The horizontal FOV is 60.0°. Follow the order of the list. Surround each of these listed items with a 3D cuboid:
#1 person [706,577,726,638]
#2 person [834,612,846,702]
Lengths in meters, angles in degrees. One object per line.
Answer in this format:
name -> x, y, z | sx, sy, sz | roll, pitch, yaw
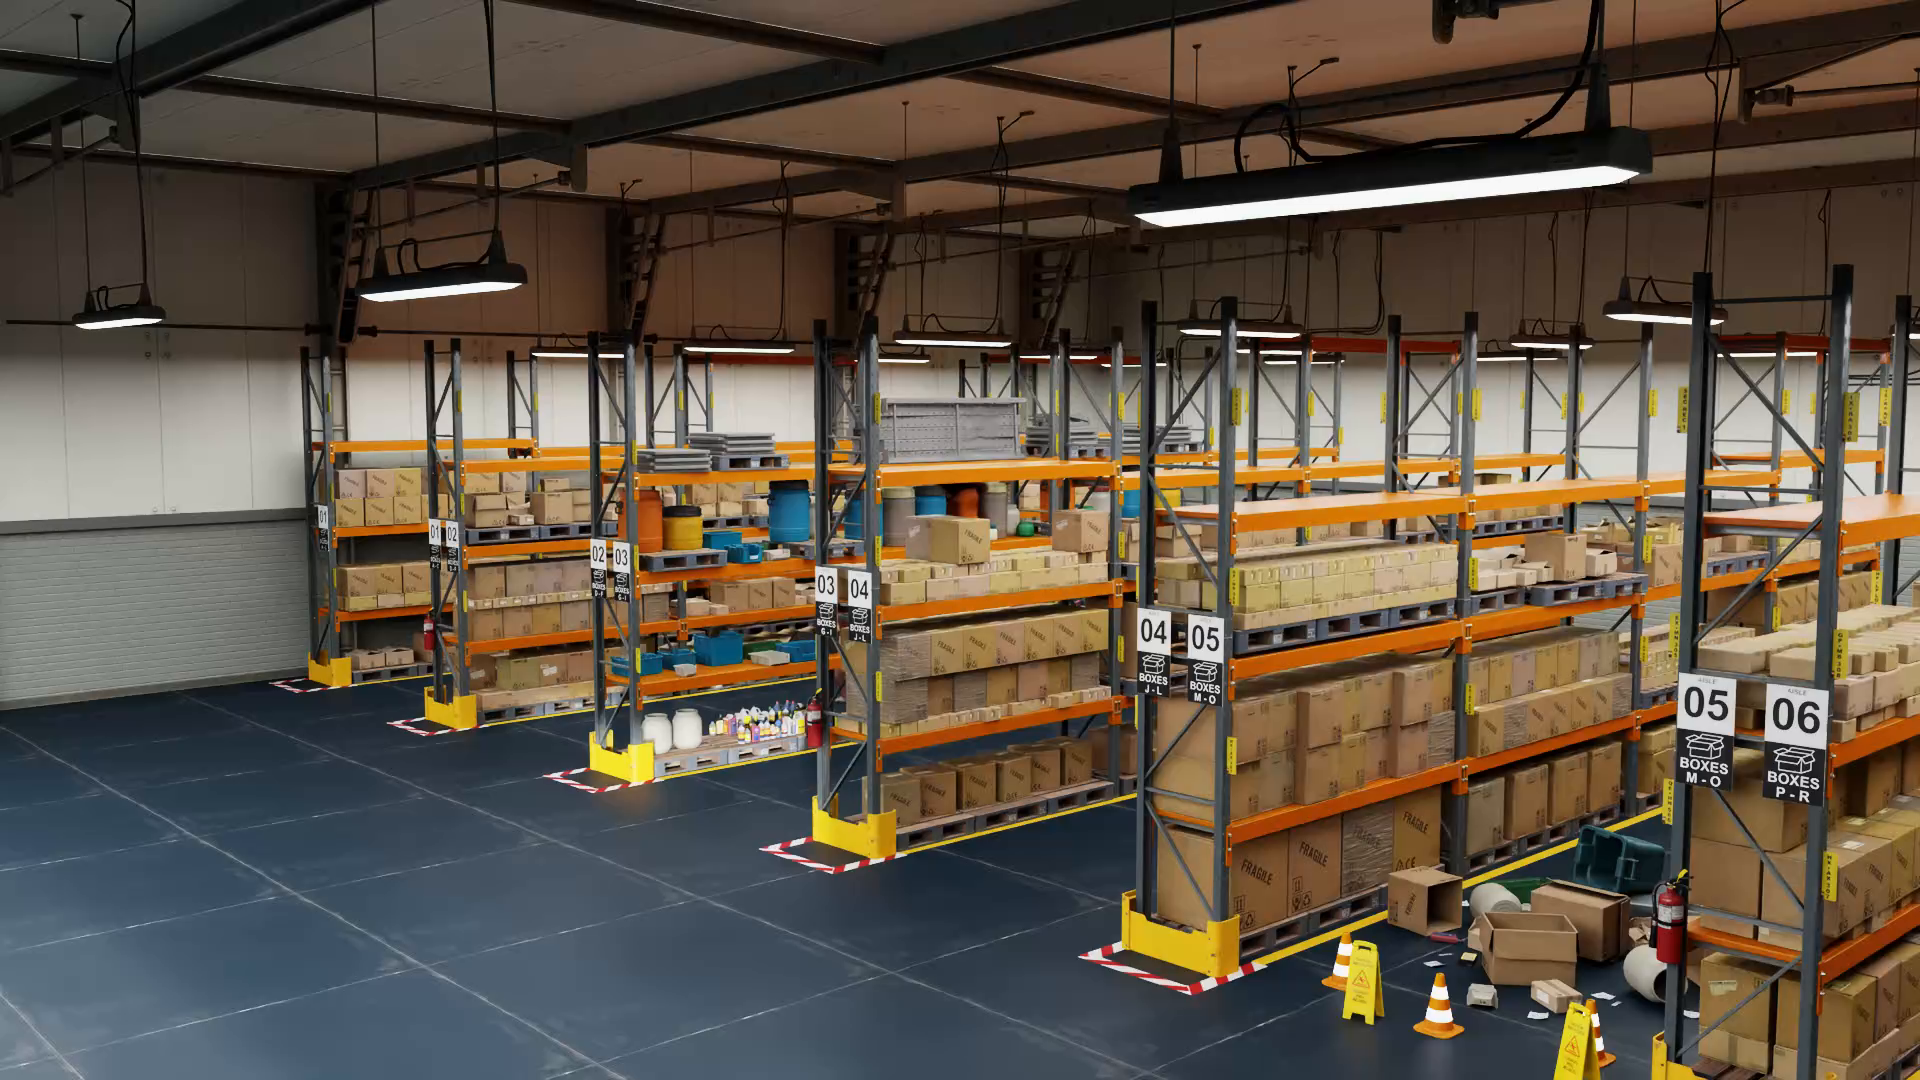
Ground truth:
person -> -4.584, 1.535, 31.589 | 0.833, 1.772, 0.602 | -4, 6, -36
person -> -2.065, 1.899, 27.758 | 0.545, 1.630, 0.579 | -4, 6, -37
